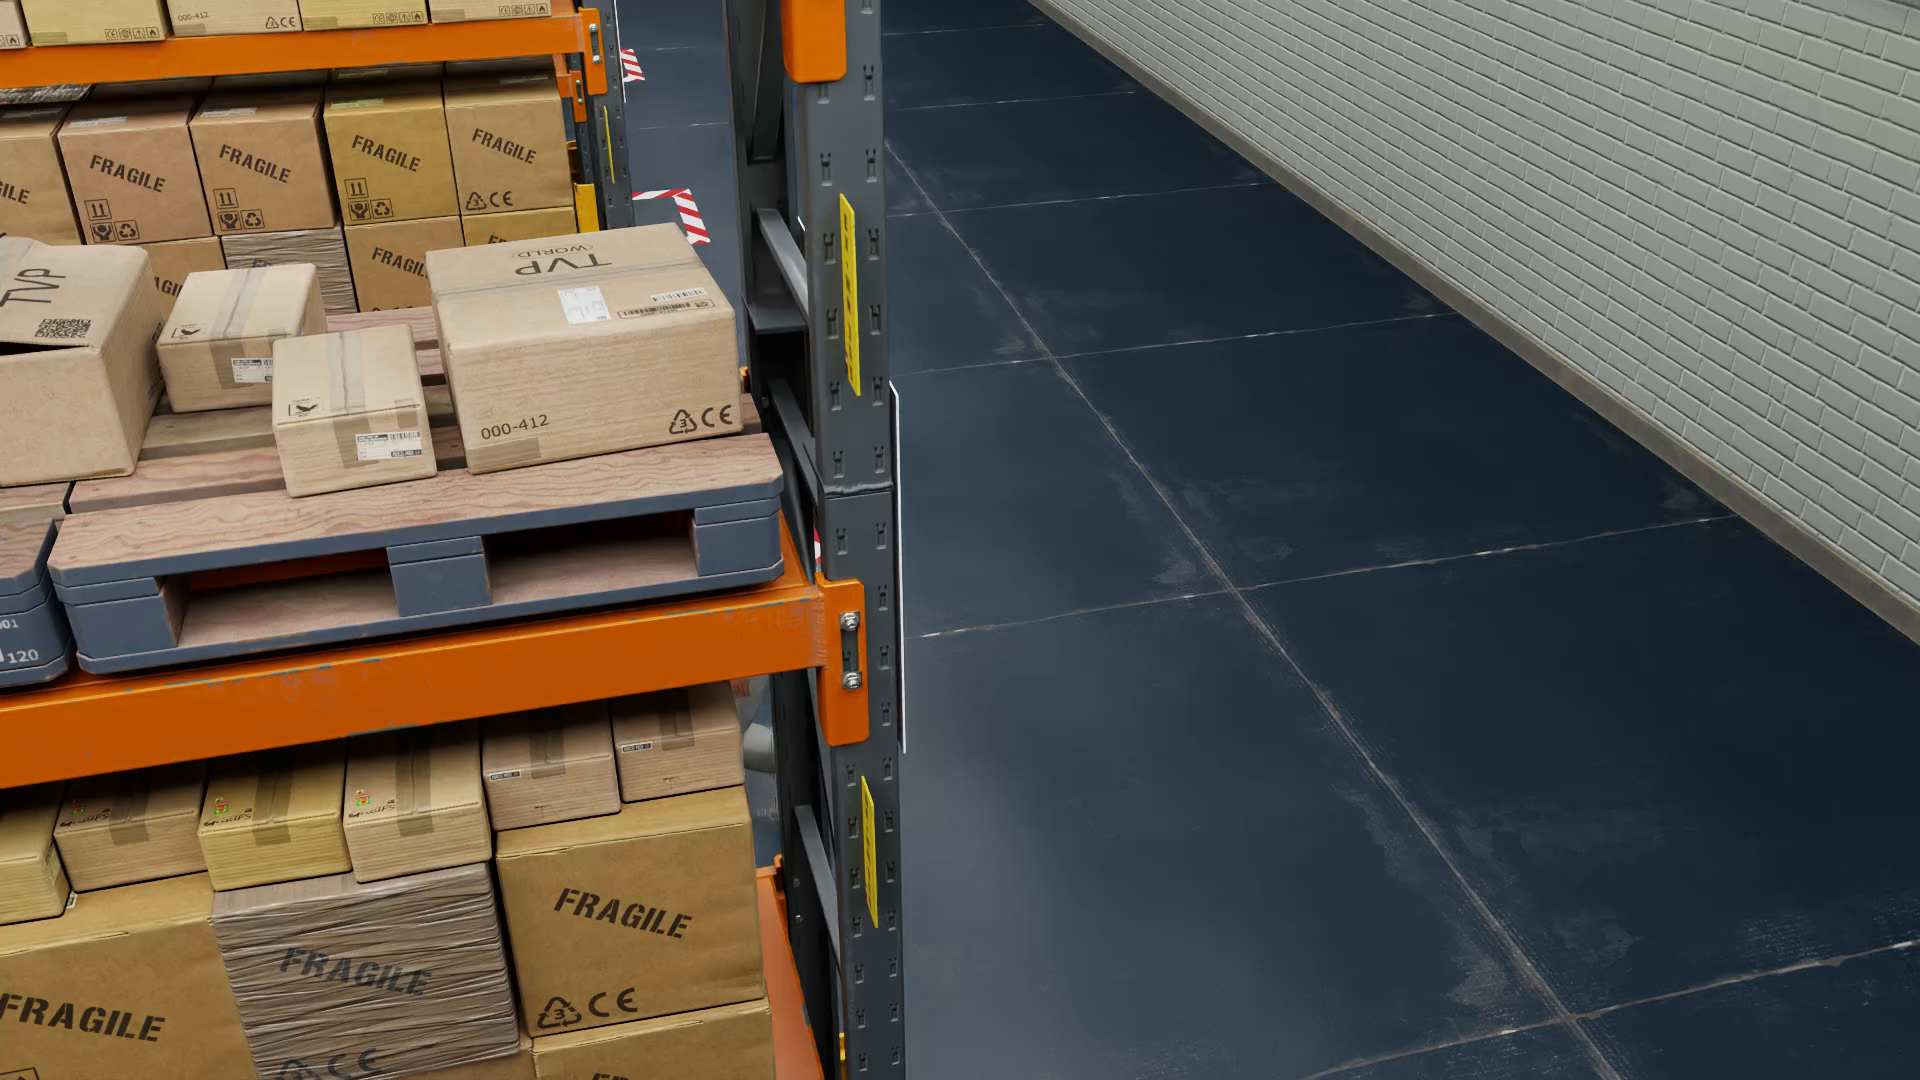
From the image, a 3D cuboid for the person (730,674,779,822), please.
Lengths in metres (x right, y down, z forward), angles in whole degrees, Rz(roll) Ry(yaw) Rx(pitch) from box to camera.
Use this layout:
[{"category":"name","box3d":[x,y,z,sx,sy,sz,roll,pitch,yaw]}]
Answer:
[{"category":"person","box3d":[-0.918,0.363,6.463,0.742,1.749,0.551,-11,32,-19]}]
